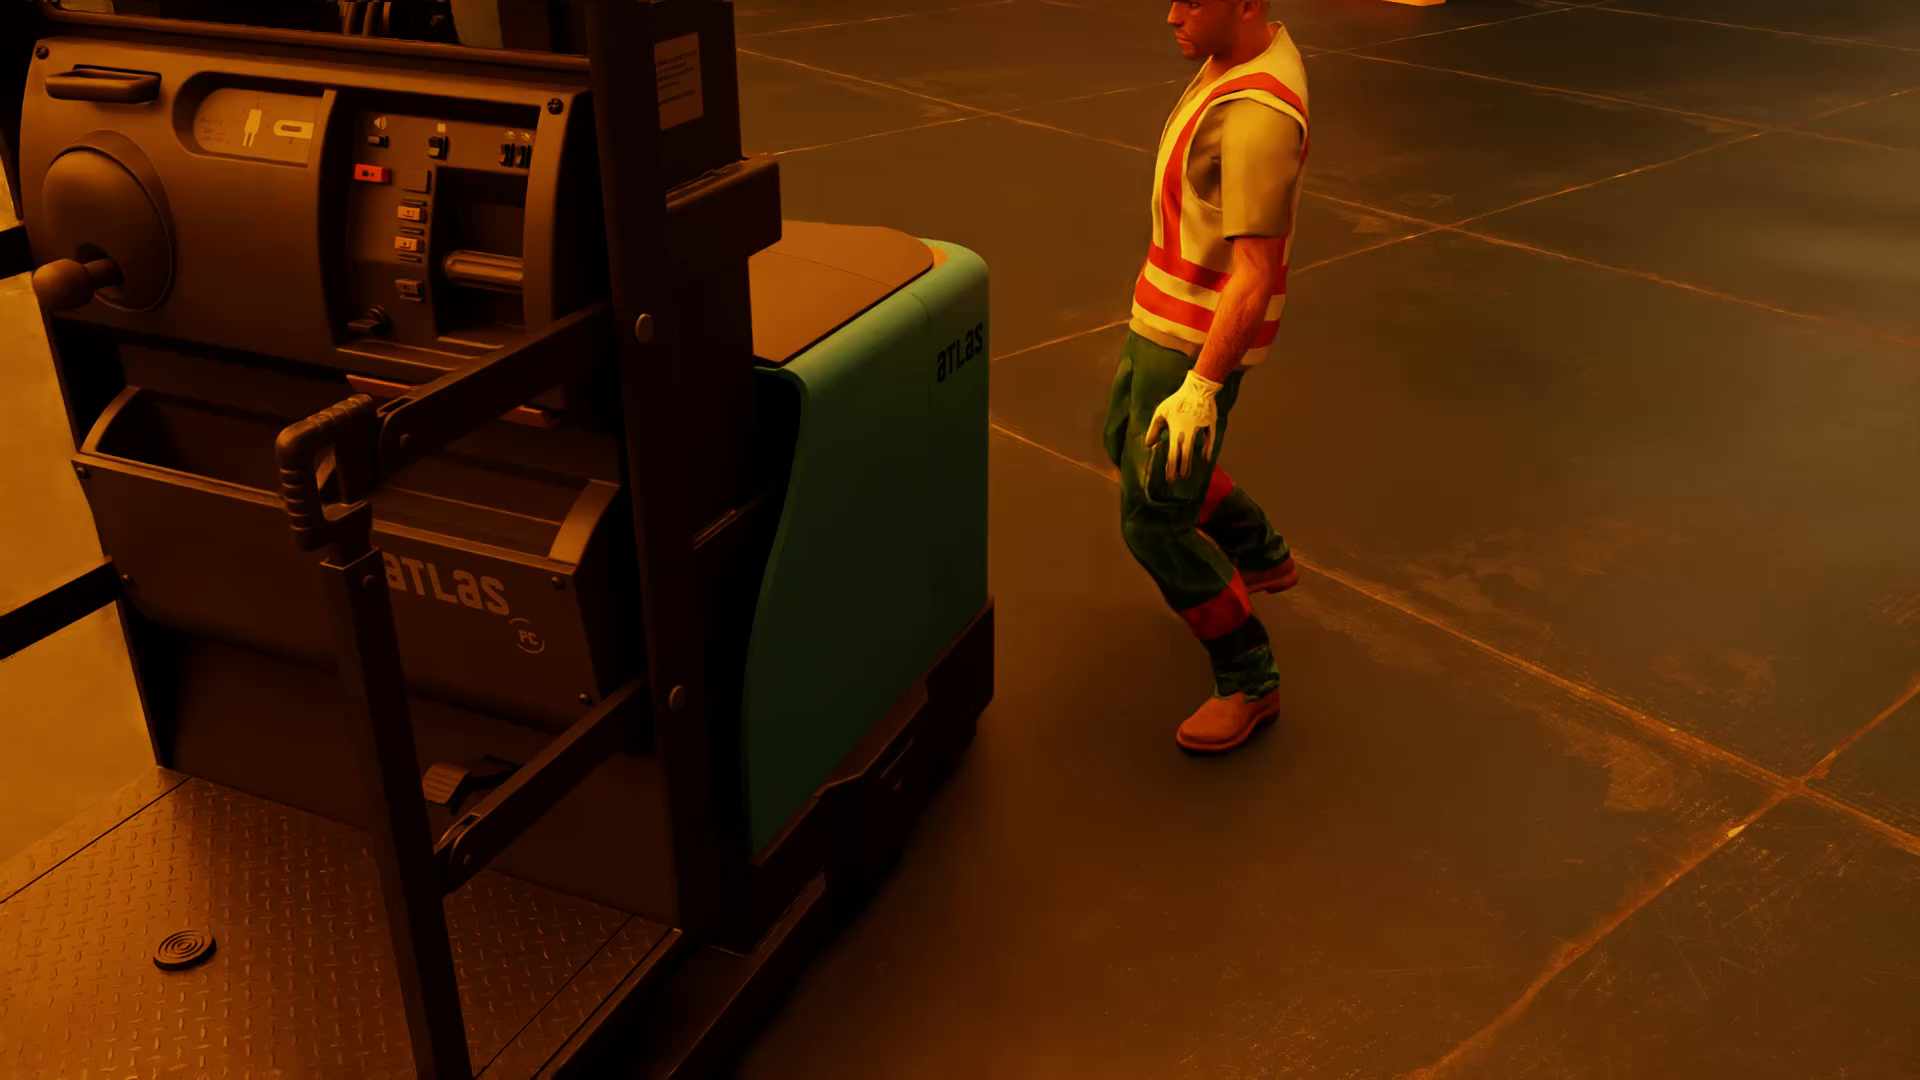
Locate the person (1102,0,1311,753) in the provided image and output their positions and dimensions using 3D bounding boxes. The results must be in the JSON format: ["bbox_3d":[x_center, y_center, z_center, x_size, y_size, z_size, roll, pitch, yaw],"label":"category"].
[{"bbox_3d":[0.549,-0.479,3.571,0.490,1.692,0.923,4,27,8],"label":"person"}]

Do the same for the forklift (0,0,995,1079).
[{"bbox_3d":[-0.991,-0.419,2.047,1.130,2.935,3.031,11,29,22],"label":"forklift"}]
